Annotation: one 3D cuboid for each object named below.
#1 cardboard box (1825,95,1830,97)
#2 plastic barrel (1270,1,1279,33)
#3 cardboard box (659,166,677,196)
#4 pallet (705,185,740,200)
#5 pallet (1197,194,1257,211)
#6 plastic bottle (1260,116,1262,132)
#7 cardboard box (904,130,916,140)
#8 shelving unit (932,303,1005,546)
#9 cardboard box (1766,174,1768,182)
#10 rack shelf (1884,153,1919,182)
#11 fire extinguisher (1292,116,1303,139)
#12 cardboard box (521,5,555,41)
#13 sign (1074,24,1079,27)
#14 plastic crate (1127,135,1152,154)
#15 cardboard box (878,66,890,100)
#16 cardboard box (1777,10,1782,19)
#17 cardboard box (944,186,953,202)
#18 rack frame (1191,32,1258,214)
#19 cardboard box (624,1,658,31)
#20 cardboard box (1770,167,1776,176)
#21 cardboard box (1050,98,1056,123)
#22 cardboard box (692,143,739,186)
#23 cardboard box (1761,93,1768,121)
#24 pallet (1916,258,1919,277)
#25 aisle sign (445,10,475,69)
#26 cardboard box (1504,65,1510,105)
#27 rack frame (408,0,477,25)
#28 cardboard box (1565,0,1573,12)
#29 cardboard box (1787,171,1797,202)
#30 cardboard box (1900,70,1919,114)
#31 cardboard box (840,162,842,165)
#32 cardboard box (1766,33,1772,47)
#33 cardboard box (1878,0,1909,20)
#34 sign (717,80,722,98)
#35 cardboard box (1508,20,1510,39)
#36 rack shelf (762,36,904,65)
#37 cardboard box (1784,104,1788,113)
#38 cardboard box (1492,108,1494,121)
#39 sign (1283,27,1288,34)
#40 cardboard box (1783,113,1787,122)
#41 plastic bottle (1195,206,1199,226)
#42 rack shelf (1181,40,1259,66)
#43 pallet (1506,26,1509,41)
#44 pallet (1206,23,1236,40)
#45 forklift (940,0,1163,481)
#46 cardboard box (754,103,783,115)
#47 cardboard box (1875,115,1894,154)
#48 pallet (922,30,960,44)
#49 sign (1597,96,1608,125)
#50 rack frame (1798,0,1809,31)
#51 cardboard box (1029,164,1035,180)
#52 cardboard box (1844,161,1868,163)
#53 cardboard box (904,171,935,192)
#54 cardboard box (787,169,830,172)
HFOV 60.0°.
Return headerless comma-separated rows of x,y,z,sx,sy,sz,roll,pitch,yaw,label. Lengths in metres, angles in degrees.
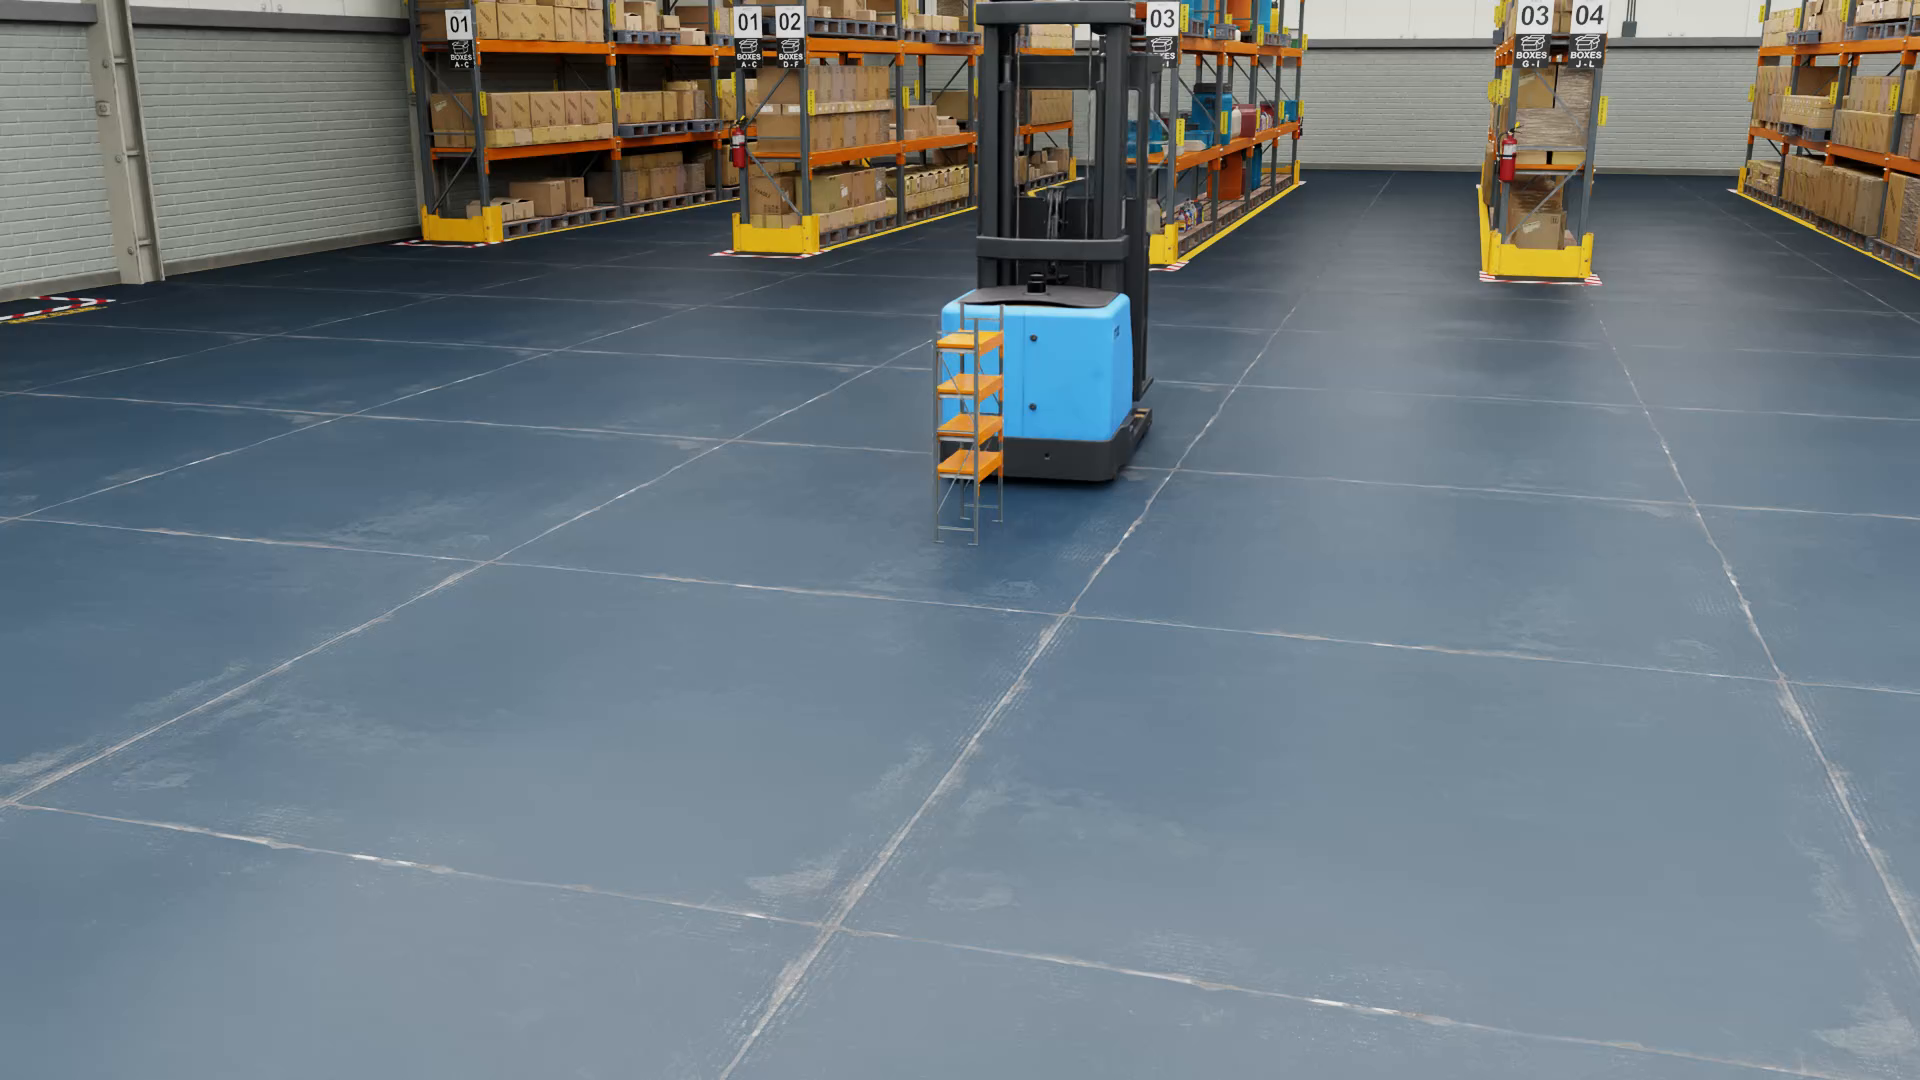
15.196,-7.618,28.791,0.380,0.149,0.250,5,17,18,cardboard box
5.583,-9.647,30.733,0.600,0.588,0.600,0,16,0,plastic barrel
-5.514,-6.447,29.835,0.700,0.500,0.500,5,16,16,cardboard box
-4.691,-6.747,32.229,1.003,0.211,1.213,5,16,16,pallet
4.695,-5.987,29.552,1.003,0.211,1.213,5,16,16,pallet
5.472,-7.594,30.320,0.061,0.283,0.133,5,16,16,plastic bottle
-0.926,-6.553,26.897,0.380,0.149,0.250,5,16,16,cardboard box
0.047,-0.621,8.818,0.258,1.200,0.503,5,16,16,shelving unit
15.347,-6.789,31.179,0.380,0.149,0.250,4,16,13,cardboard box
12.281,-4.409,20.193,1.077,0.370,4.000,5,16,16,rack shelf
7.263,-9.000,35.888,0.296,0.674,0.183,5,16,16,fire extinguisher
-6.464,-7.779,25.043,0.500,0.500,0.500,6,17,19,cardboard box
2.563,-11.418,36.469,0.100,0.325,0.005,5,16,16,sign
2.283,-5.279,22.215,0.499,0.251,0.408,5,16,16,plastic crate
-1.494,-7.014,25.499,0.700,0.500,0.500,5,17,16,cardboard box
15.505,-9.822,31.092,0.380,0.149,0.250,5,17,18,cardboard box
-0.442,-5.961,28.617,0.500,0.250,0.500,5,17,17,cardboard box
4.511,-7.120,28.433,1.000,3.000,0.127,5,16,16,rack frame
-5.542,-8.994,28.592,0.500,0.500,0.500,4,16,14,cardboard box
15.073,-6.736,30.447,0.380,0.149,0.250,4,16,15,cardboard box
1.736,-9.110,35.266,0.500,0.500,0.500,4,16,15,cardboard box
-4.653,-7.238,32.020,0.750,0.750,0.750,4,16,15,cardboard box
15.589,-8.243,31.667,0.500,0.500,0.500,5,17,17,cardboard box
11.865,-3.105,19.390,1.003,0.211,1.213,5,16,16,pallet
-6.994,-7.003,23.259,0.394,0.787,0.004,5,16,16,aisle sign
7.468,-6.001,21.930,0.500,0.500,0.500,5,16,16,cardboard box
-7.261,-8.681,22.944,1.000,3.000,0.127,5,16,16,rack frame
7.286,-6.259,19.447,0.380,0.149,0.250,5,16,15,cardboard box
14.510,-6.059,28.505,0.500,0.500,0.500,5,17,18,cardboard box
12.712,-5.776,21.441,0.875,0.550,0.550,5,16,16,cardboard box
-2.959,-8.658,37.670,0.700,0.500,0.500,5,16,16,cardboard box
15.733,-9.553,31.791,0.500,0.250,0.500,5,17,18,cardboard box
13.137,-7.404,23.149,0.500,0.311,0.500,4,16,14,cardboard box
-4.465,-8.367,30.855,0.100,0.325,0.005,5,16,16,sign
7.750,-6.962,22.655,0.500,0.250,0.500,4,16,14,cardboard box
-1.942,-7.032,23.945,1.077,0.370,4.000,5,16,16,rack shelf
14.499,-7.460,28.778,0.380,0.149,0.250,4,16,15,cardboard box
10.270,-7.989,31.227,0.500,0.250,0.500,4,16,15,cardboard box
6.175,-9.570,31.560,0.100,0.325,0.005,5,16,16,sign
14.497,-7.312,28.801,0.380,0.149,0.250,5,17,17,cardboard box
3.407,-4.691,24.043,0.061,0.283,0.133,6,17,20,plastic bottle
3.943,-7.693,26.277,1.077,0.370,4.000,5,16,16,rack shelf
8.692,-7.466,24.503,1.213,0.211,1.003,5,16,16,pallet
3.263,-7.229,23.668,1.213,0.211,1.003,5,16,16,pallet
0.709,-2.116,10.917,1.130,2.935,3.031,4,16,13,forklift
-2.585,-5.887,22.714,0.380,0.149,0.250,4,16,15,cardboard box
12.742,-5.483,22.481,0.500,0.500,0.500,5,16,16,cardboard box
-0.659,-8.380,27.724,1.003,0.211,1.213,5,17,18,pallet
7.507,-5.017,19.433,0.100,0.325,0.005,5,16,16,sign
15.123,-10.257,28.501,1.000,3.000,0.127,5,16,16,rack frame
1.226,-7.562,34.115,0.500,0.311,0.500,5,16,16,cardboard box
14.559,-5.979,26.849,0.500,0.250,0.500,4,16,15,cardboard box
-0.724,-5.962,27.594,0.500,0.311,0.500,4,16,14,cardboard box
-2.230,-5.208,24.590,0.500,0.500,0.500,5,16,16,cardboard box
